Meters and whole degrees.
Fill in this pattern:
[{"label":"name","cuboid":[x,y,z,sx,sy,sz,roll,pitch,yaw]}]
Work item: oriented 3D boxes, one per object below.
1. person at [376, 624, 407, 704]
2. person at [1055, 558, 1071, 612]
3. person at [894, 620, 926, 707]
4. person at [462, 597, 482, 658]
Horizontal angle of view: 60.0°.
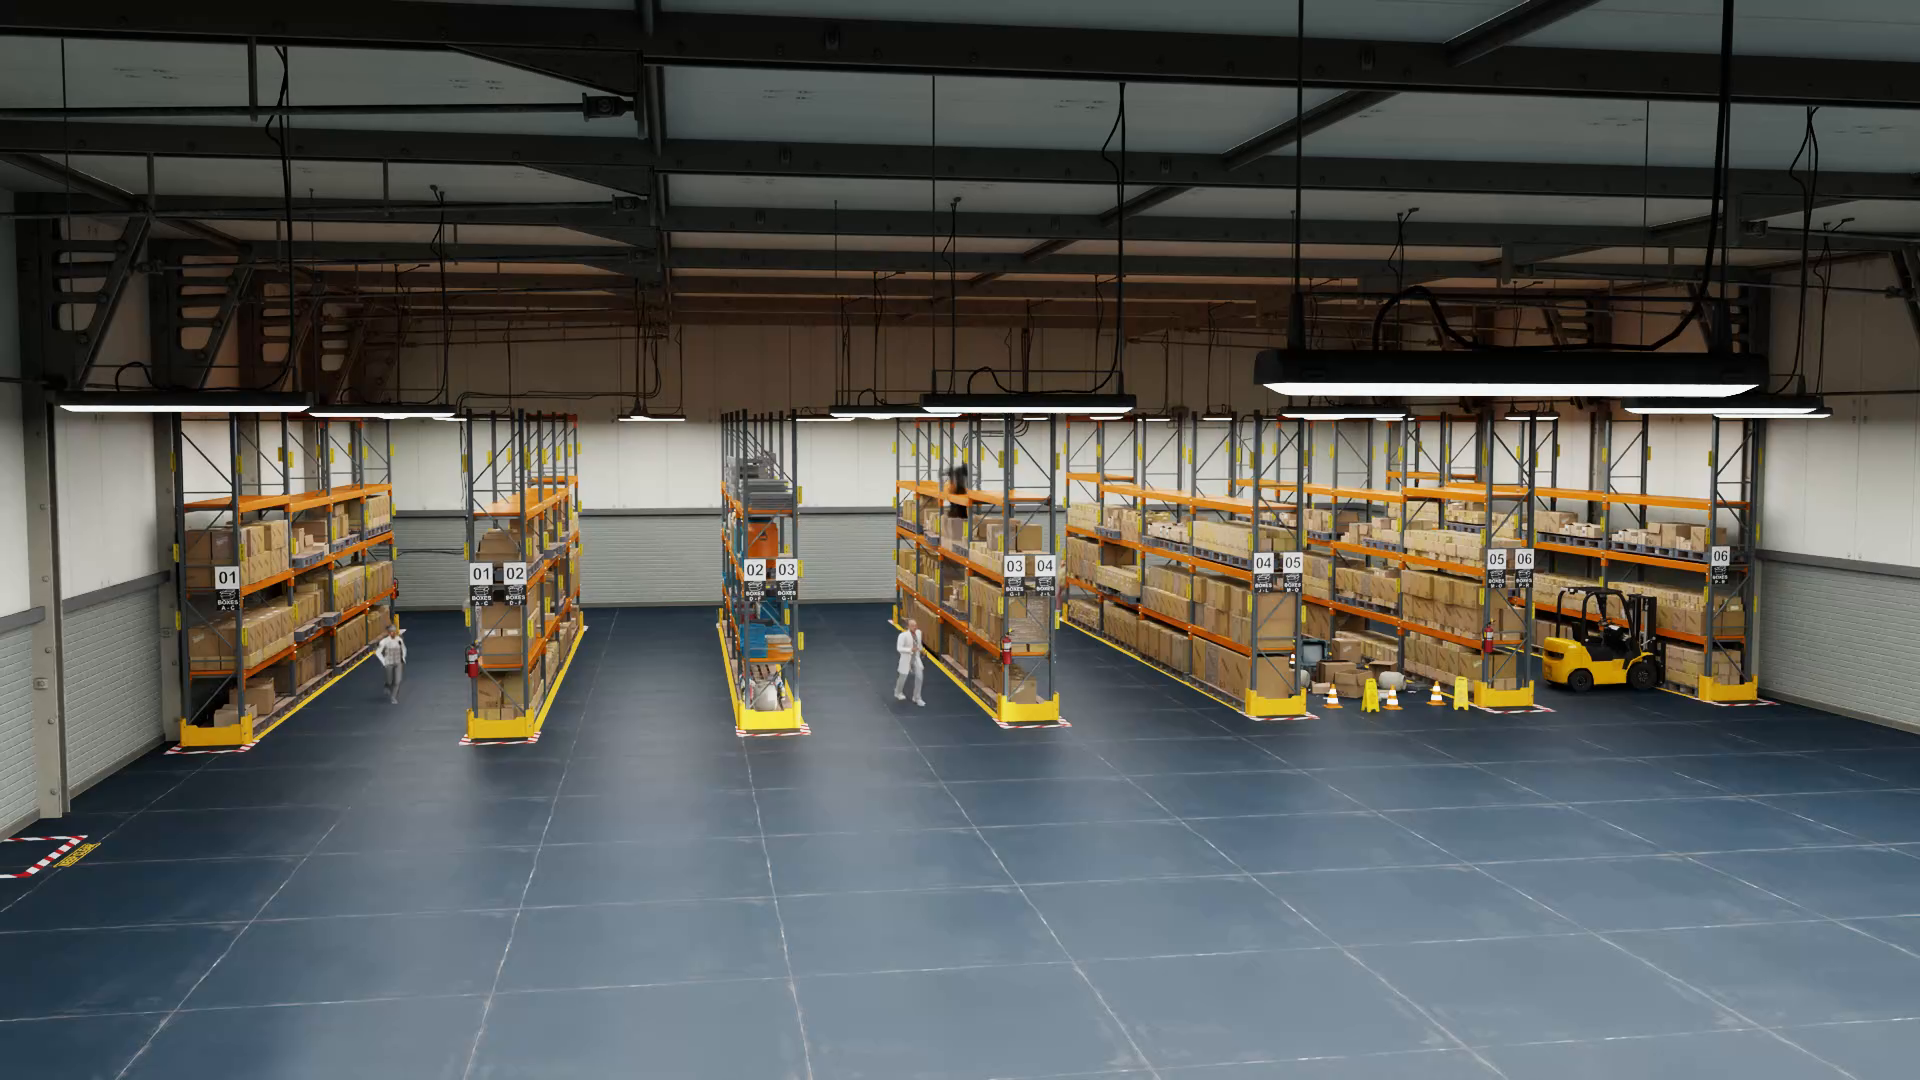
[{"label":"person","cuboid":[-11.652,2.527,34.117,0.627,1.650,0.659,-3,5,-34]},{"label":"person","cuboid":[3.129,1.368,50.273,0.594,1.657,0.938,3,5,41]},{"label":"person","cuboid":[-1.033,2.485,33.956,0.710,1.753,1.062,-2,4,-27]},{"label":"person","cuboid":[-11.880,1.991,40.668,0.628,1.746,0.868,-2,4,-27]}]
